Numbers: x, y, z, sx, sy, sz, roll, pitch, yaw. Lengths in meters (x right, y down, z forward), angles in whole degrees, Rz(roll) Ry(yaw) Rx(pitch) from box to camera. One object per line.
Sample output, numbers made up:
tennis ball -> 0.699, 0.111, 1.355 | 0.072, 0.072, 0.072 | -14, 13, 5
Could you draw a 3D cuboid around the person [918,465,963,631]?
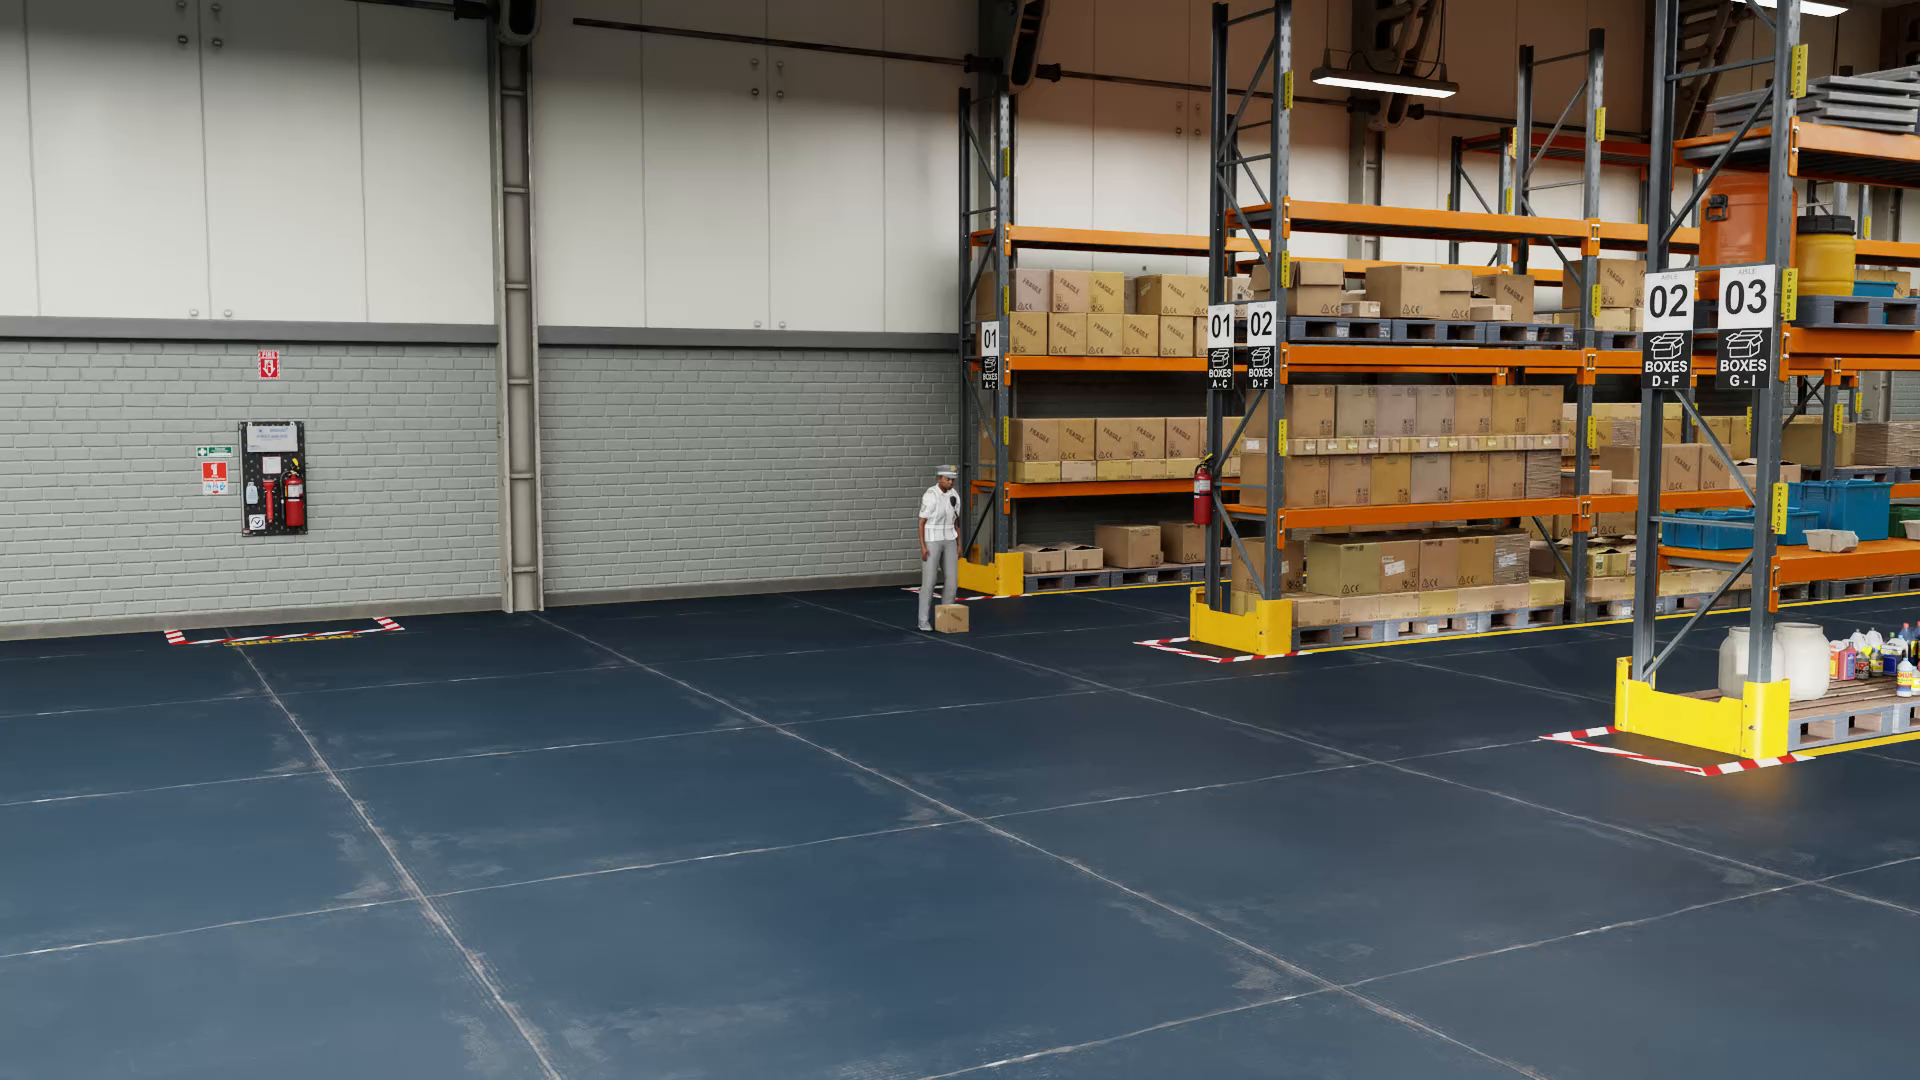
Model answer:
person -> -0.204, 0.067, 16.769 | 0.527, 1.658, 0.397 | -3, 6, -32
